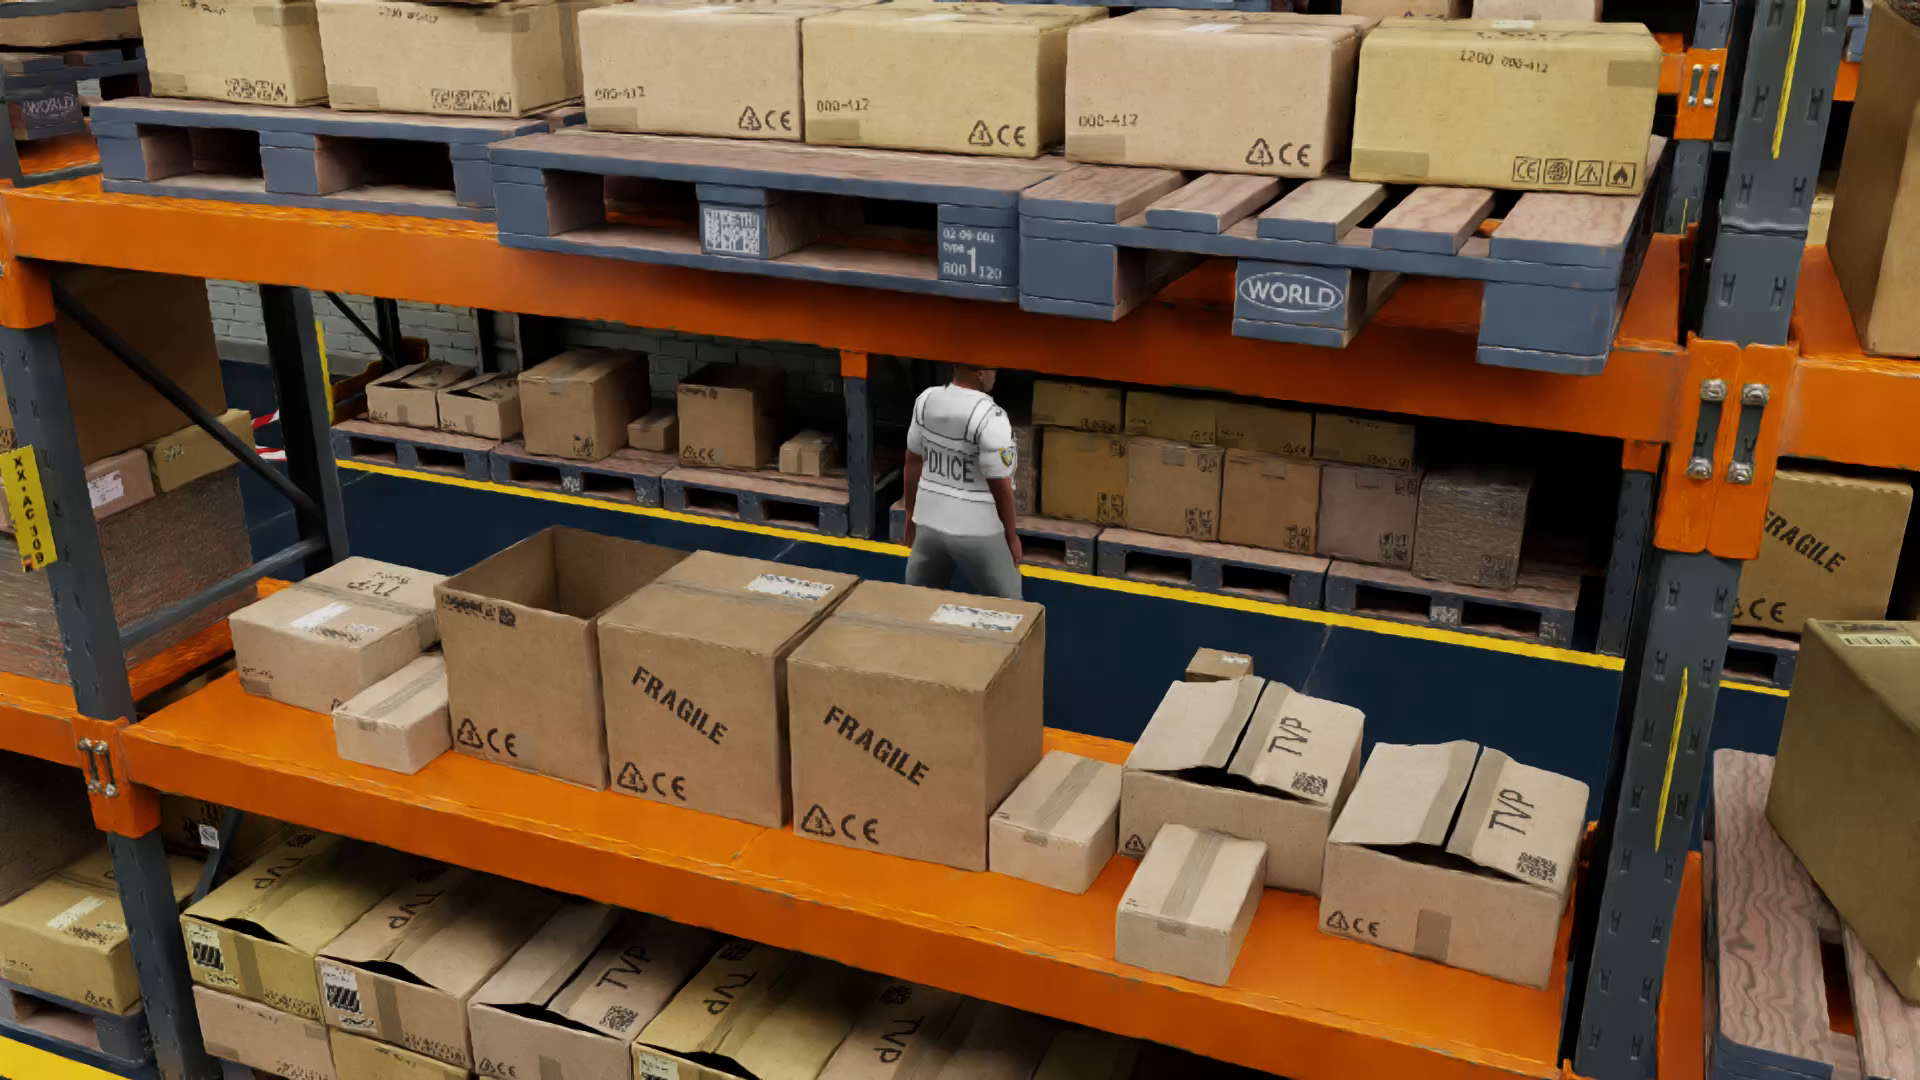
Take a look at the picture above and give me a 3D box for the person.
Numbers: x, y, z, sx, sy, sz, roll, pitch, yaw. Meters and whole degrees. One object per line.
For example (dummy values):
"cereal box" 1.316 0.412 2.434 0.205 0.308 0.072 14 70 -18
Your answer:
"person" -0.005 -0.058 7.249 0.618 1.751 0.623 16 27 34
